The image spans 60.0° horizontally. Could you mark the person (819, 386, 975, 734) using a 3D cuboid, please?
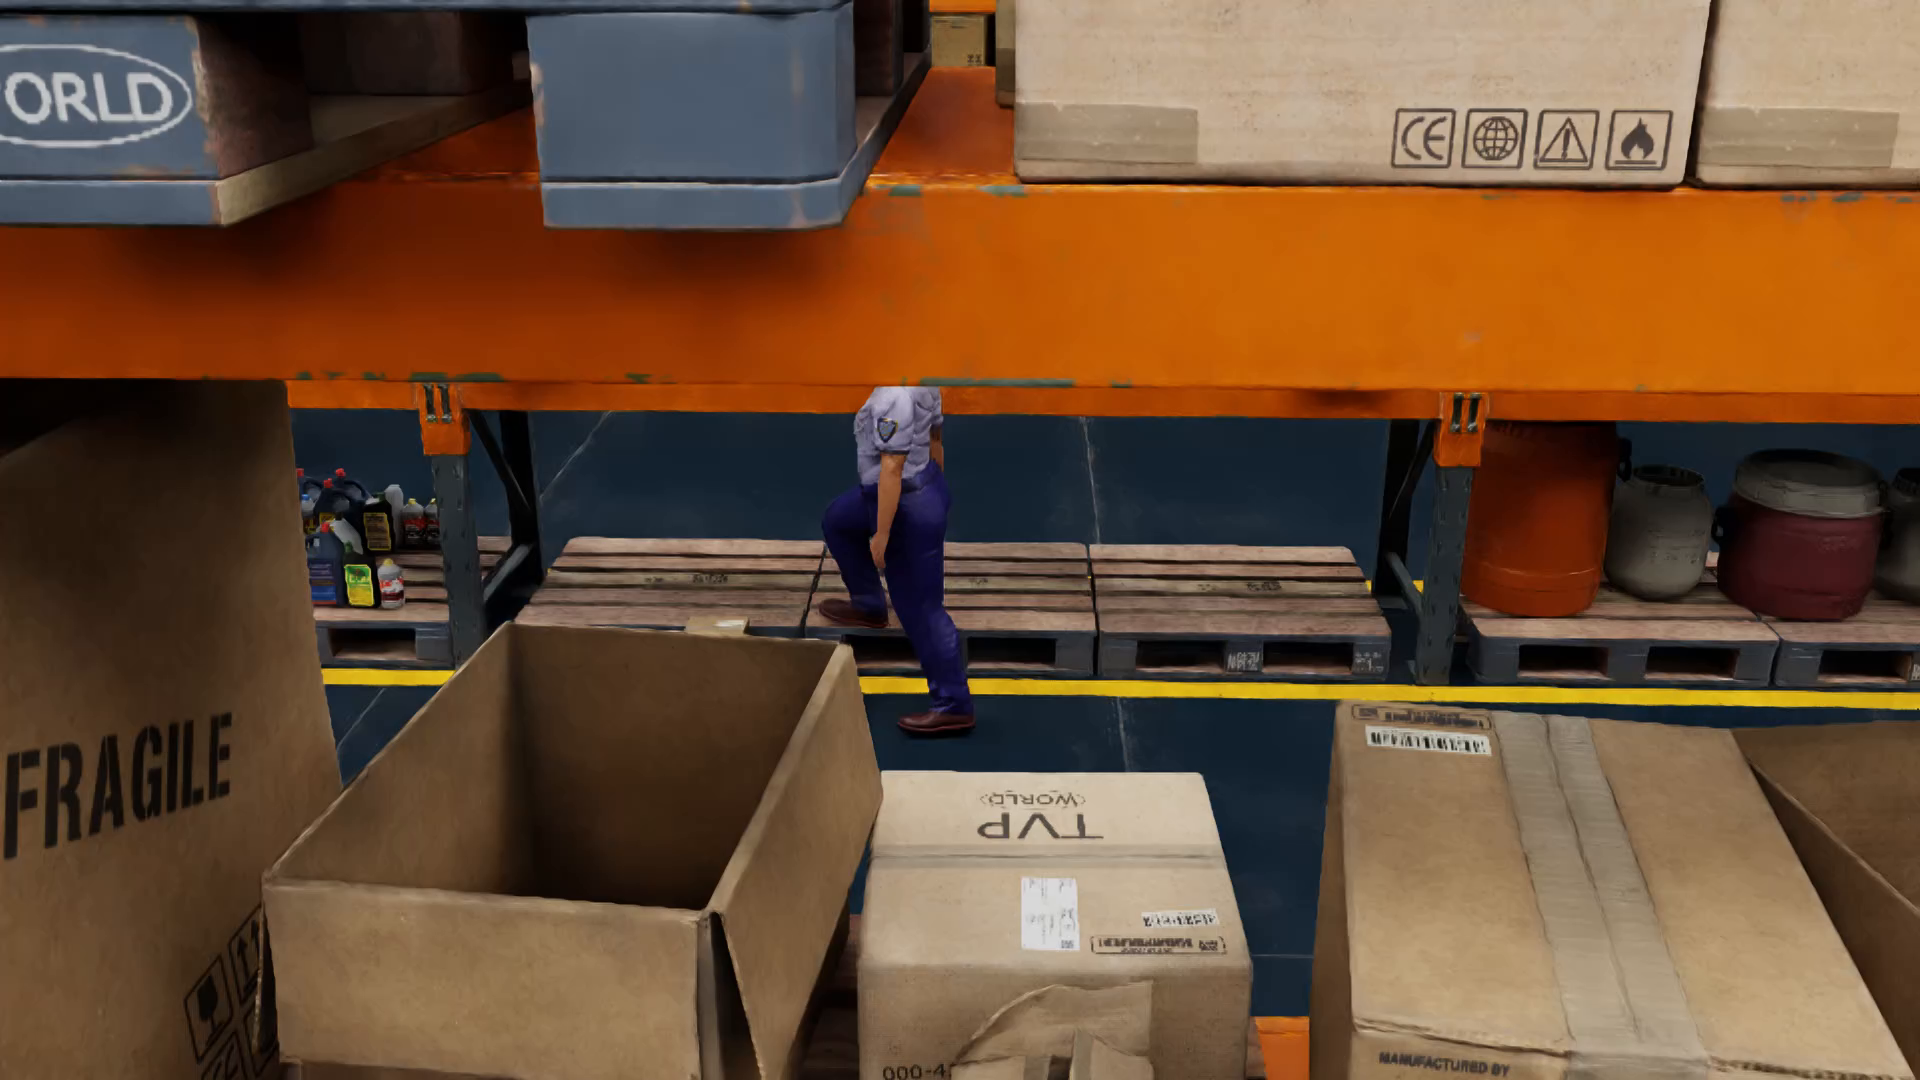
[{"bbox_3d":[-0.268,-0.126,6.422,0.761,1.617,0.648,4,21,11],"label":"person"}]
